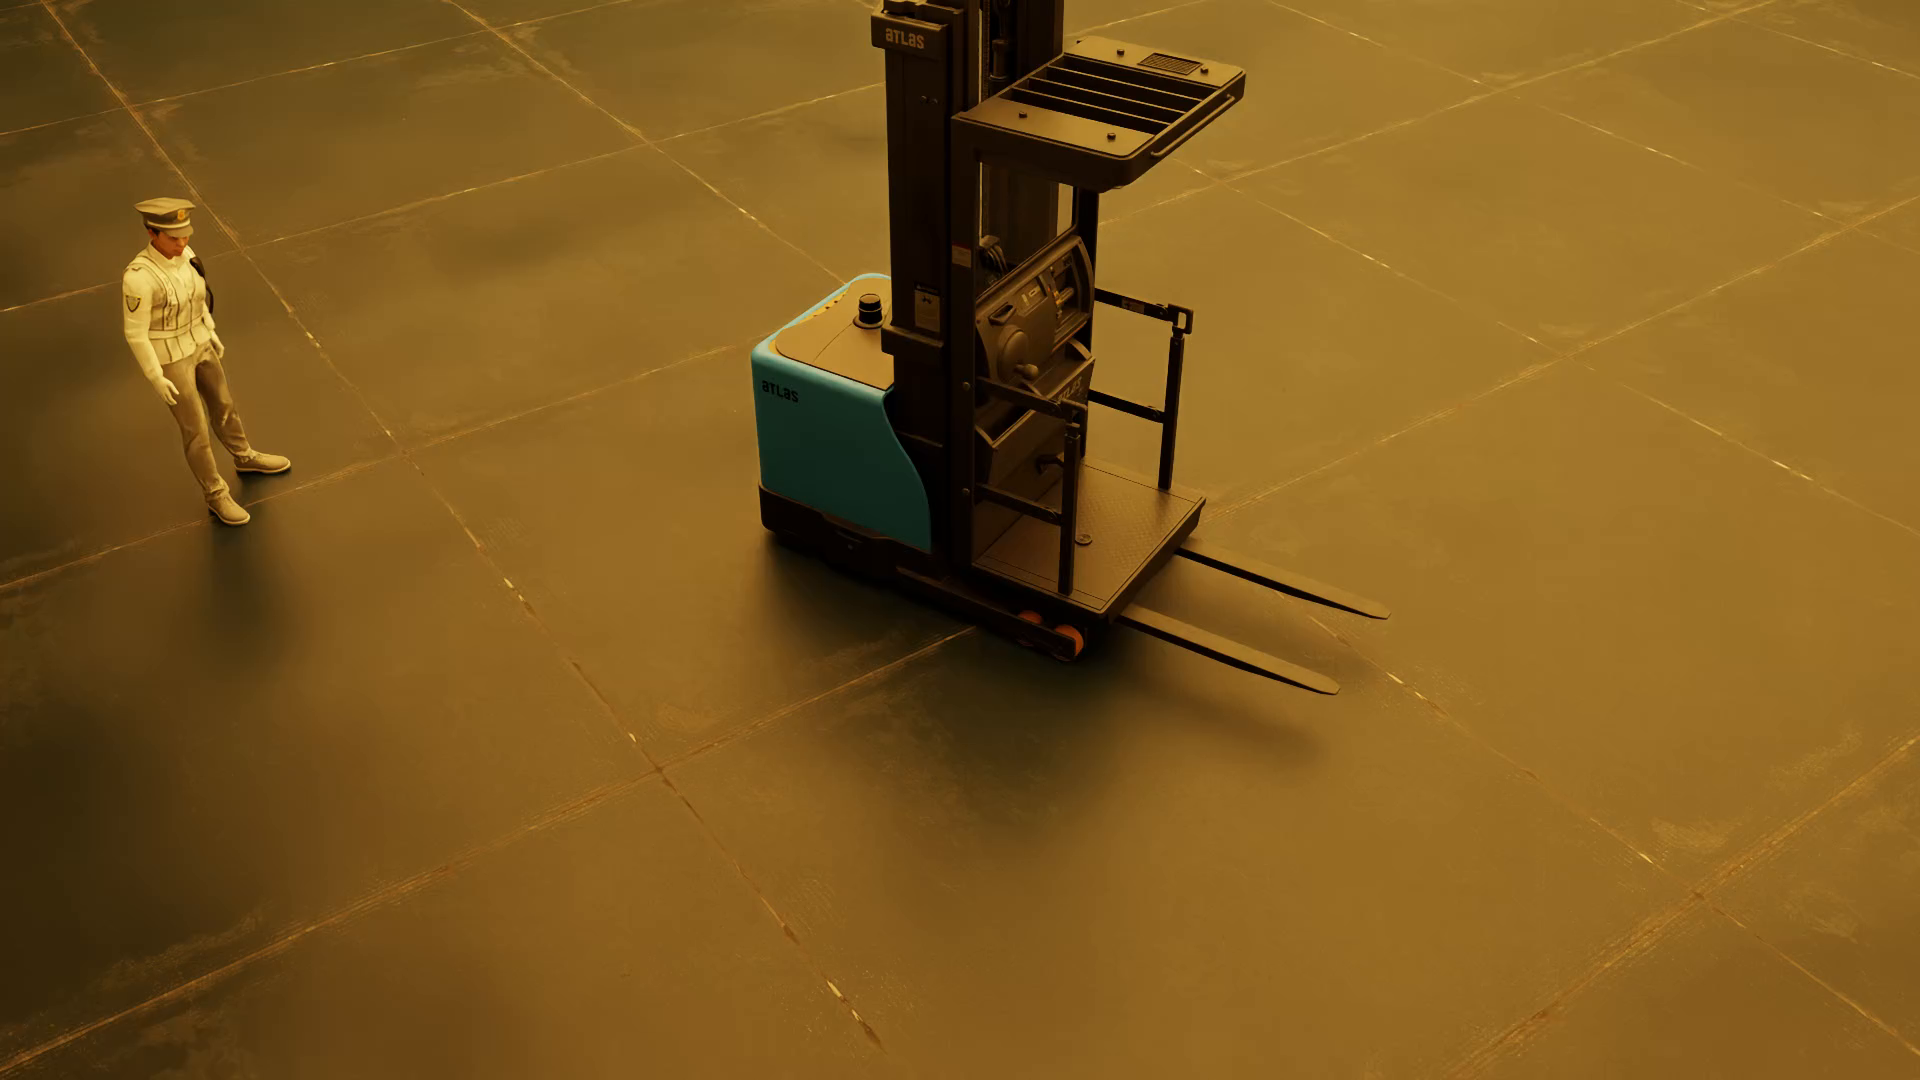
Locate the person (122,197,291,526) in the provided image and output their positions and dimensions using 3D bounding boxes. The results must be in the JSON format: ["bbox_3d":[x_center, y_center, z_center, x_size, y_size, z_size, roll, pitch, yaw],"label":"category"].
[{"bbox_3d":[-3.809,-0.910,8.248,0.421,1.668,0.642,7,37,9],"label":"person"}]

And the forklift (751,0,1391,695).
[{"bbox_3d":[0.514,-0.985,7.276,3.031,2.935,1.130,21,41,26],"label":"forklift"}]
